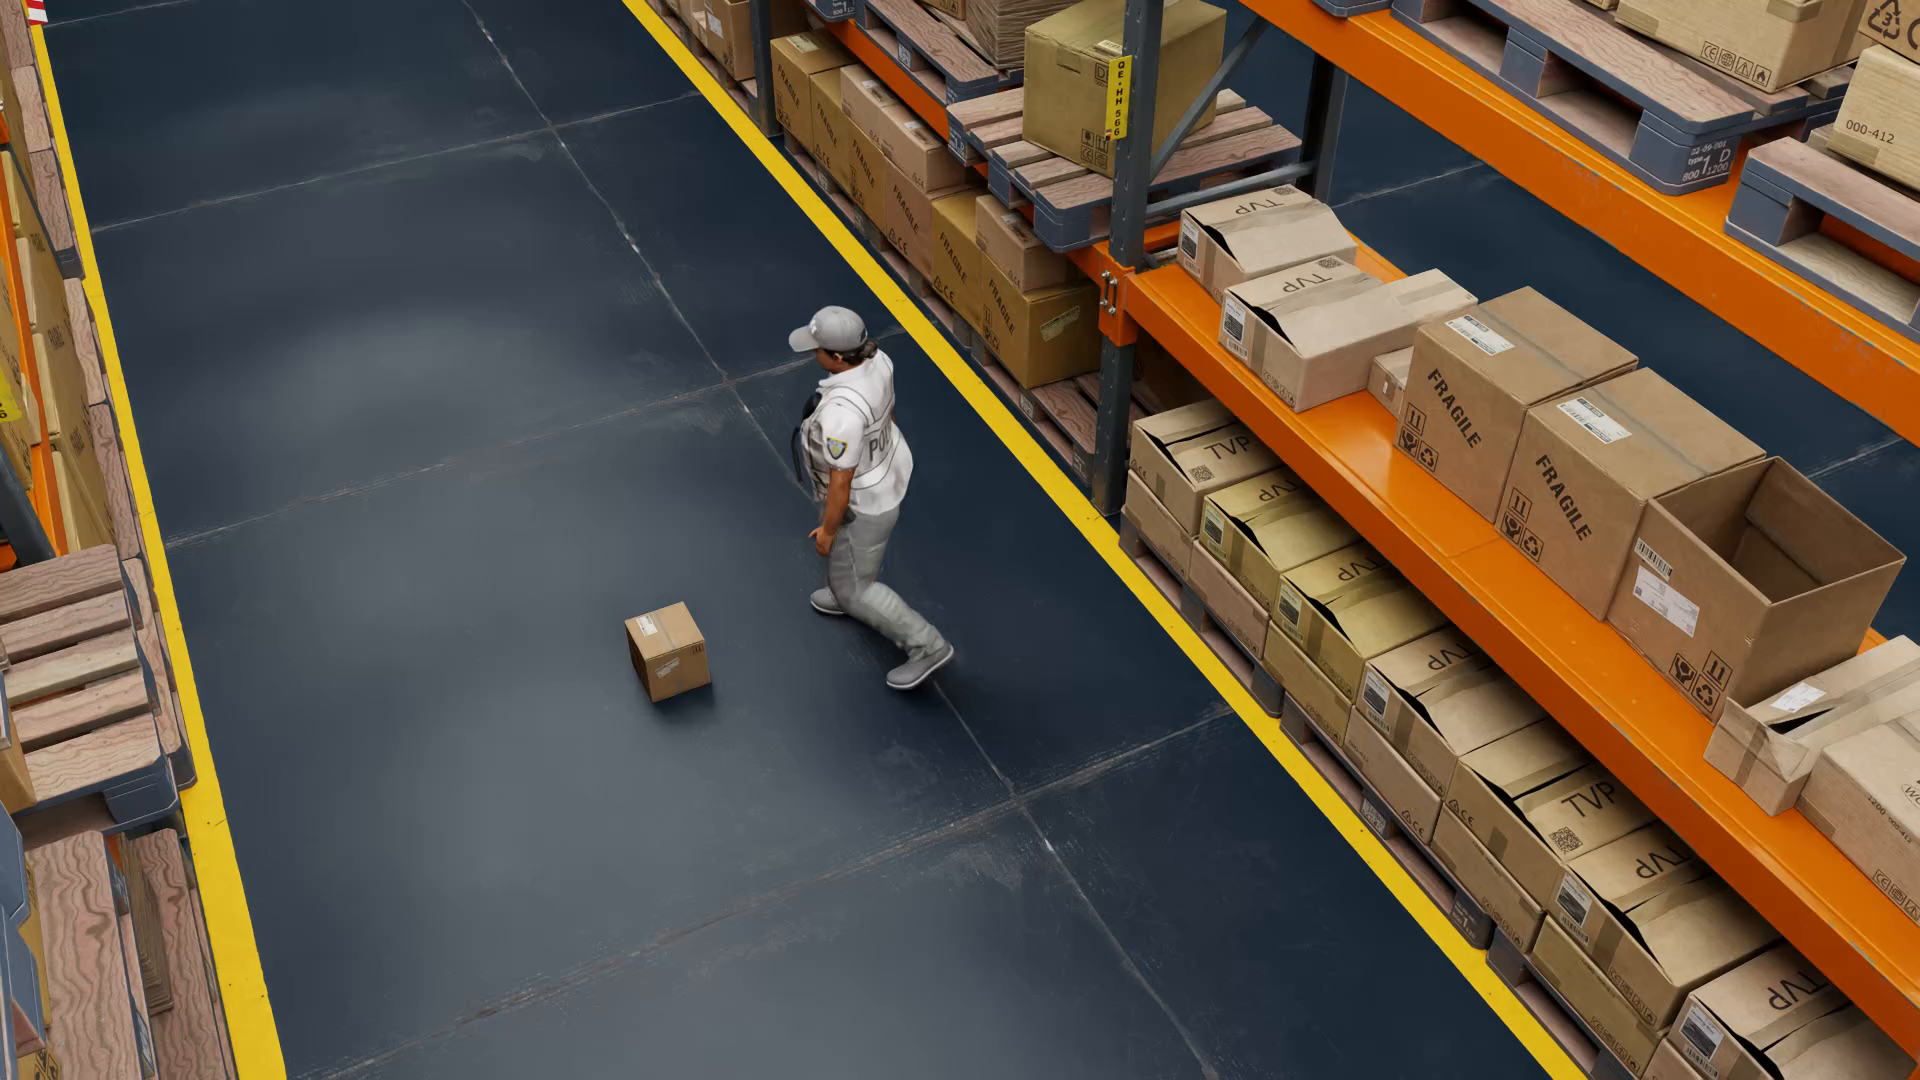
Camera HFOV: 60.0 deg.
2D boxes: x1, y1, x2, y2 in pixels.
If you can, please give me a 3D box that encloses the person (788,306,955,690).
[{"bbox_3d":[-0.340,-0.175,6.358,0.691,1.638,0.556,8,42,9],"label":"person"}]
